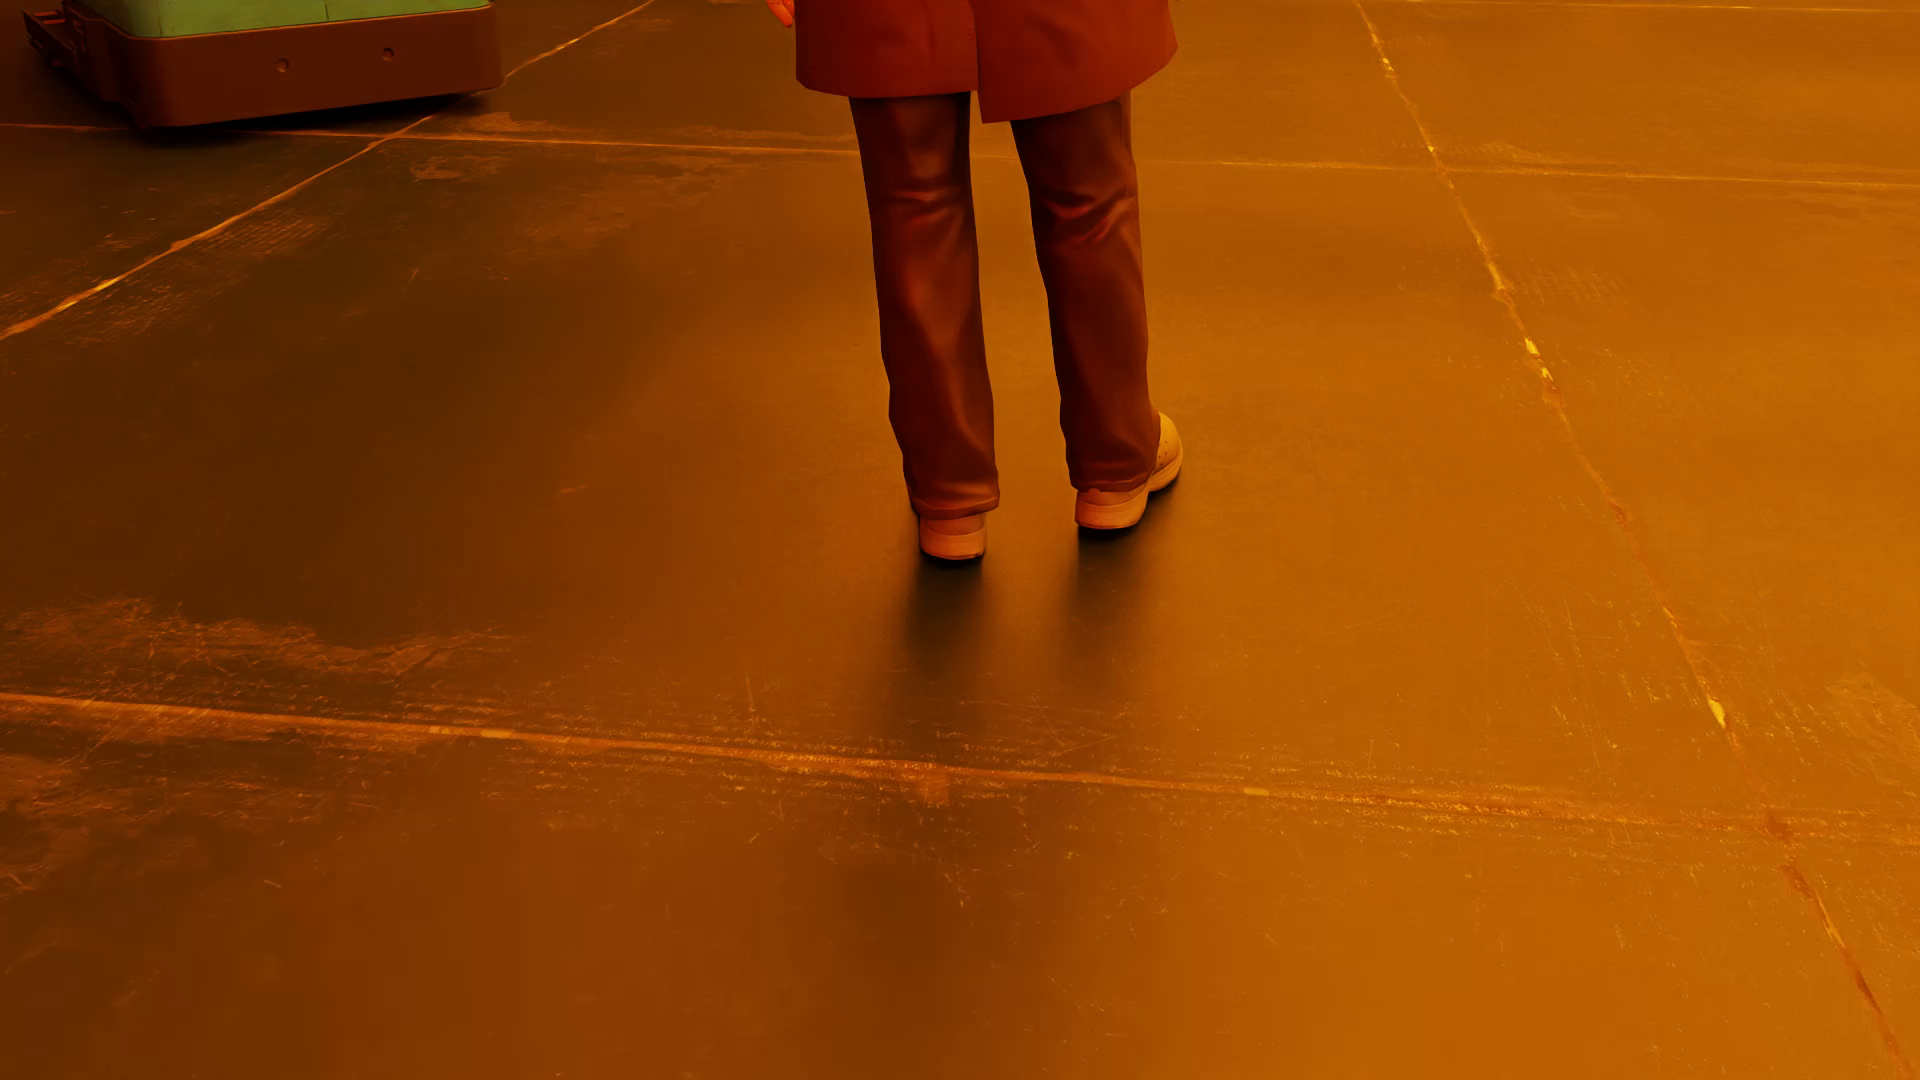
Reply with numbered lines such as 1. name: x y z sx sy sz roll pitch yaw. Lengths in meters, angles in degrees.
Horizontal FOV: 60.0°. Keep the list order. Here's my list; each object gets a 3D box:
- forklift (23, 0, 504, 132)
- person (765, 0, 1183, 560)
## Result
1. forklift: -2.684 -3.072 5.375 1.130 2.935 3.031 -17 31 -31
2. person: 0.016 -0.842 2.181 0.696 1.778 0.579 3 27 7
